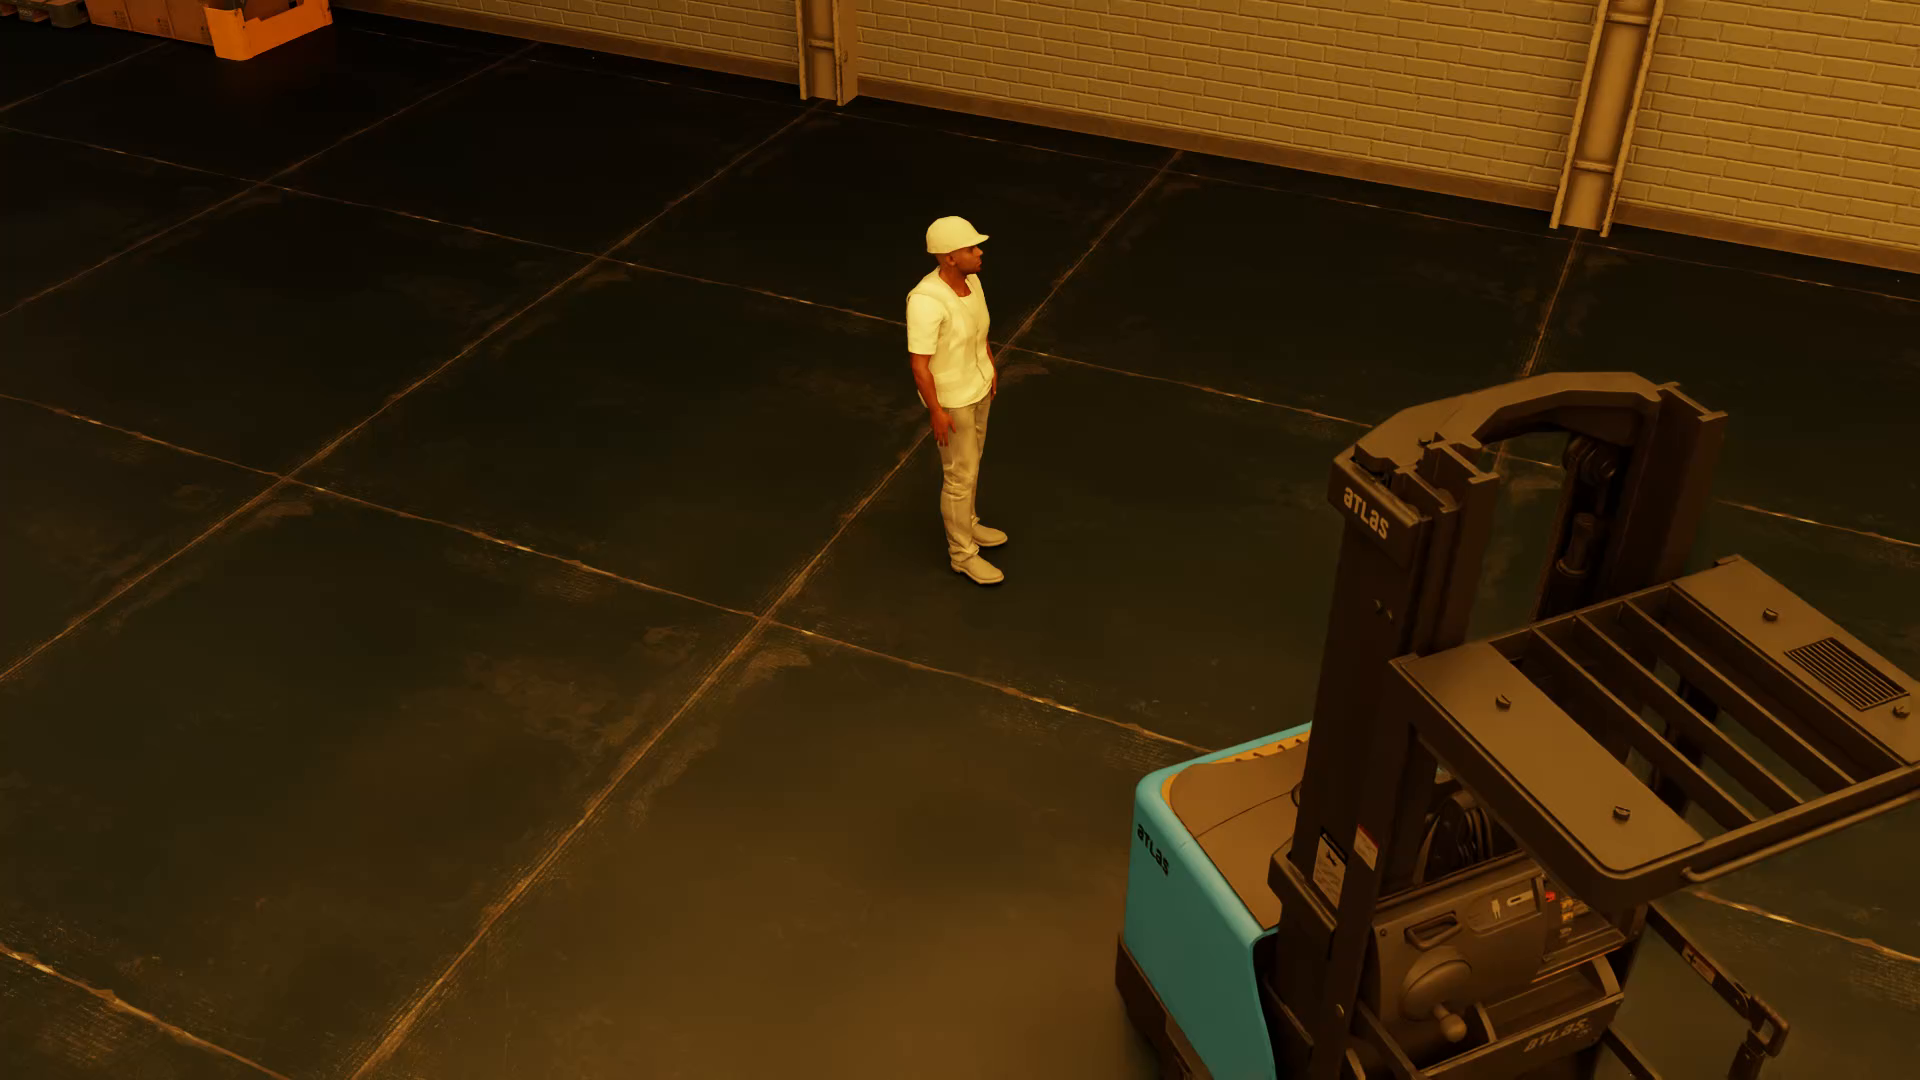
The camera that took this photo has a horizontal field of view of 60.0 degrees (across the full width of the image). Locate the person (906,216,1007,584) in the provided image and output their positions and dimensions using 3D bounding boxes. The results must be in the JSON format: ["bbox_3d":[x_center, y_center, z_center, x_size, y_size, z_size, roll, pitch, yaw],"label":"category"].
[{"bbox_3d":[0.062,-0.705,8.066,0.575,1.768,0.666,15,38,20],"label":"person"}]

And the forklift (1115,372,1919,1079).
[{"bbox_3d":[1.629,1.157,4.465,1.130,2.935,3.031,-14,38,-19],"label":"forklift"}]
